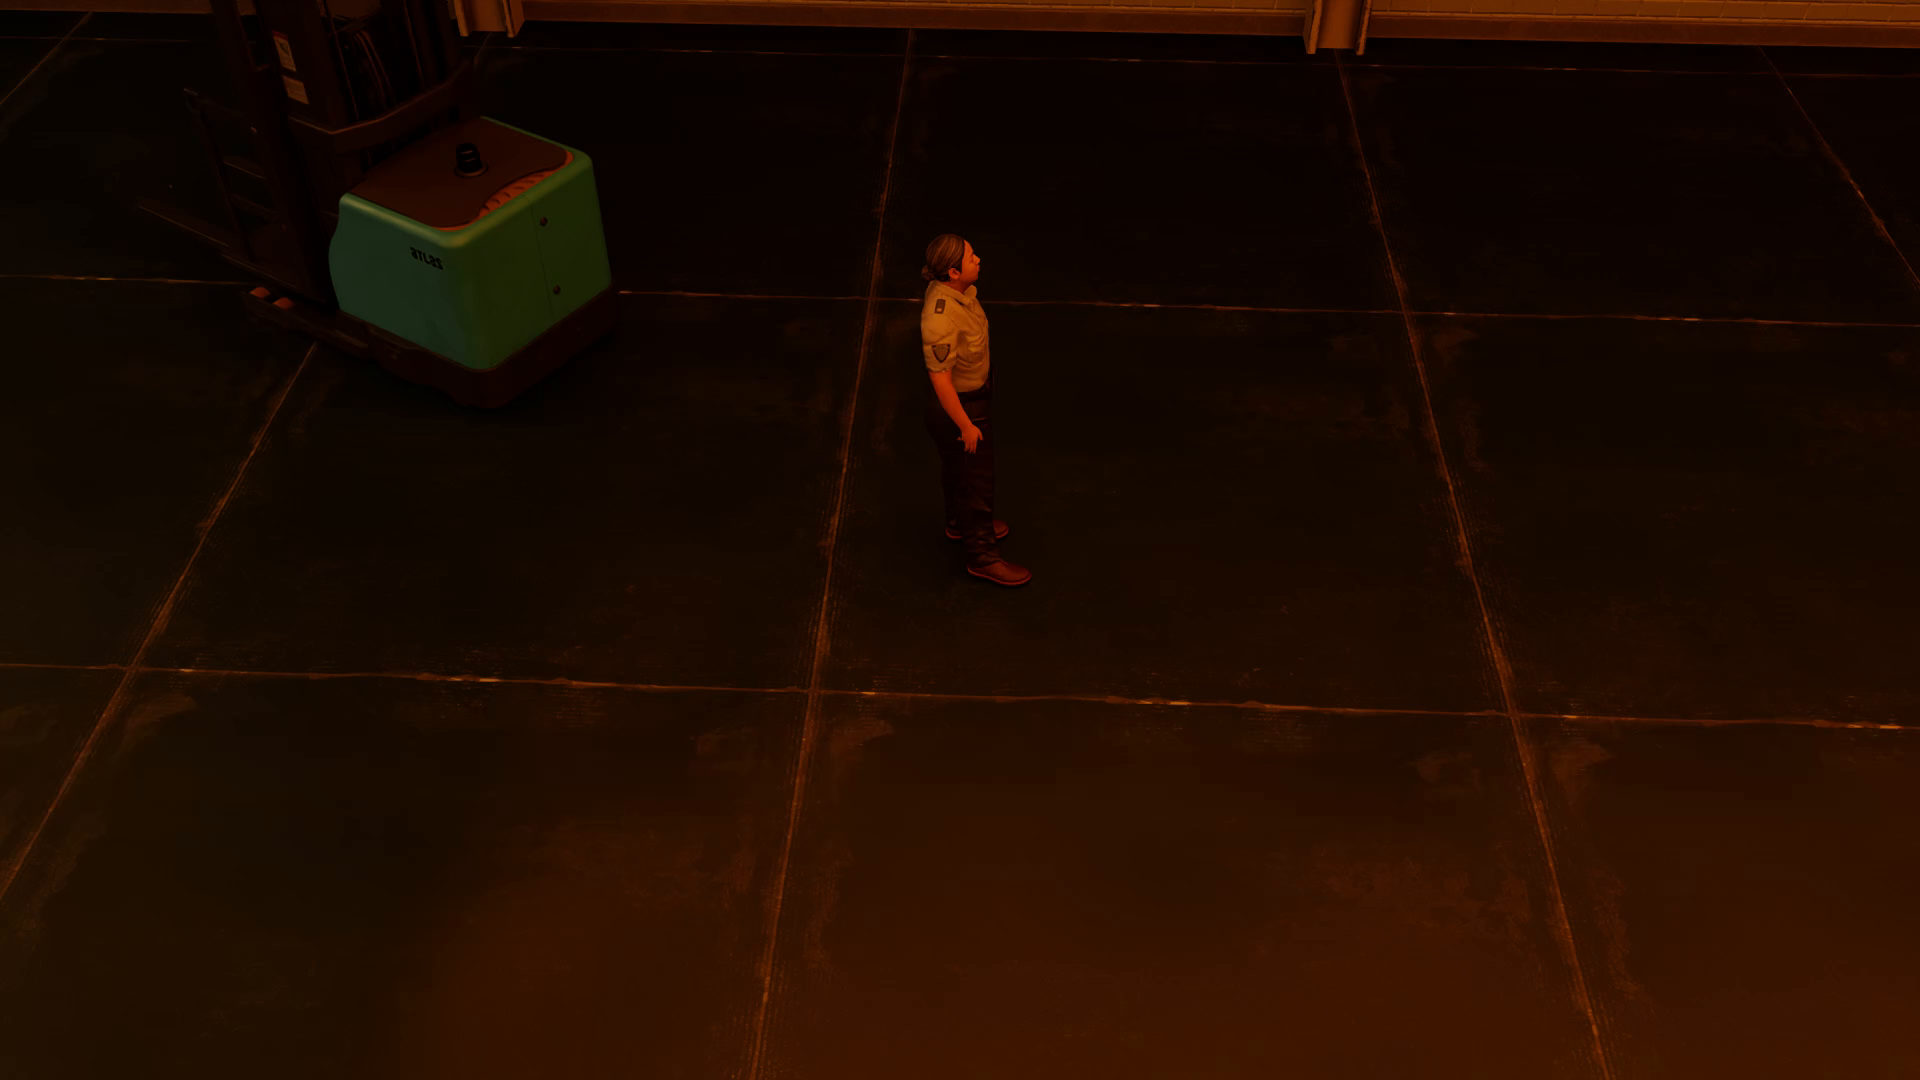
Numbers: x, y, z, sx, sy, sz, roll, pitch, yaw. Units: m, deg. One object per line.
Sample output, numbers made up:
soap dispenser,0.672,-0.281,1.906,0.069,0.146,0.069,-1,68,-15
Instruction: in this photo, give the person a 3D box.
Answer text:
person,0.090,-0.596,7.335,0.501,1.651,0.598,2,42,2

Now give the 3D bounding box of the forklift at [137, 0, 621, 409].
forklift,-3.378,-2.526,8.509,3.031,2.935,1.130,24,47,24
